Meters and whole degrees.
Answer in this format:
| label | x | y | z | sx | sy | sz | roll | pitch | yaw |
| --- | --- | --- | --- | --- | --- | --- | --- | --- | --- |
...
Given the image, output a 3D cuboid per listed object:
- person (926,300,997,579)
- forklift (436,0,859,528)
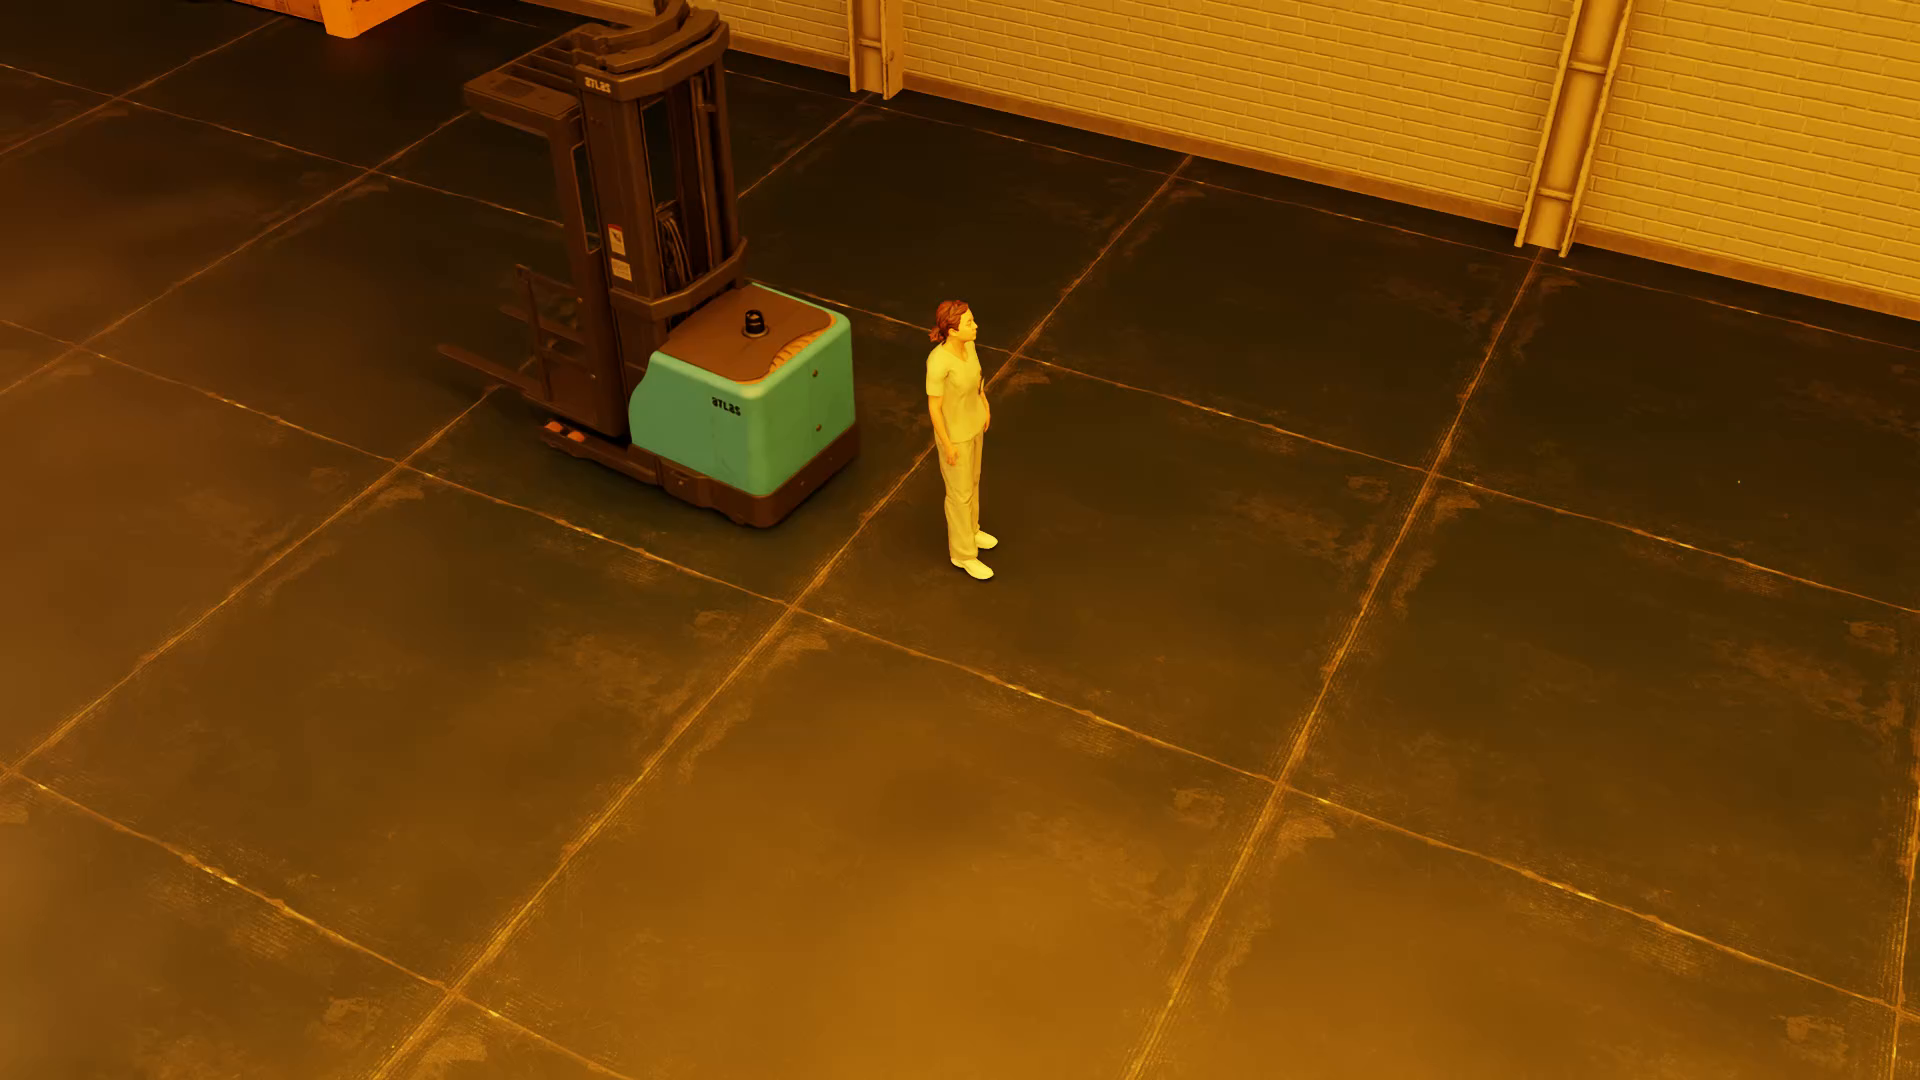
| label | x | y | z | sx | sy | sz | roll | pitch | yaw |
| --- | --- | --- | --- | --- | --- | --- | --- | --- | --- |
| person | 0.059 | -0.596 | 9.701 | 0.549 | 1.620 | 0.550 | 18 | 43 | 21 |
| forklift | -2.174 | -1.928 | 10.276 | 3.031 | 2.935 | 1.130 | 23 | 45 | 24 |
